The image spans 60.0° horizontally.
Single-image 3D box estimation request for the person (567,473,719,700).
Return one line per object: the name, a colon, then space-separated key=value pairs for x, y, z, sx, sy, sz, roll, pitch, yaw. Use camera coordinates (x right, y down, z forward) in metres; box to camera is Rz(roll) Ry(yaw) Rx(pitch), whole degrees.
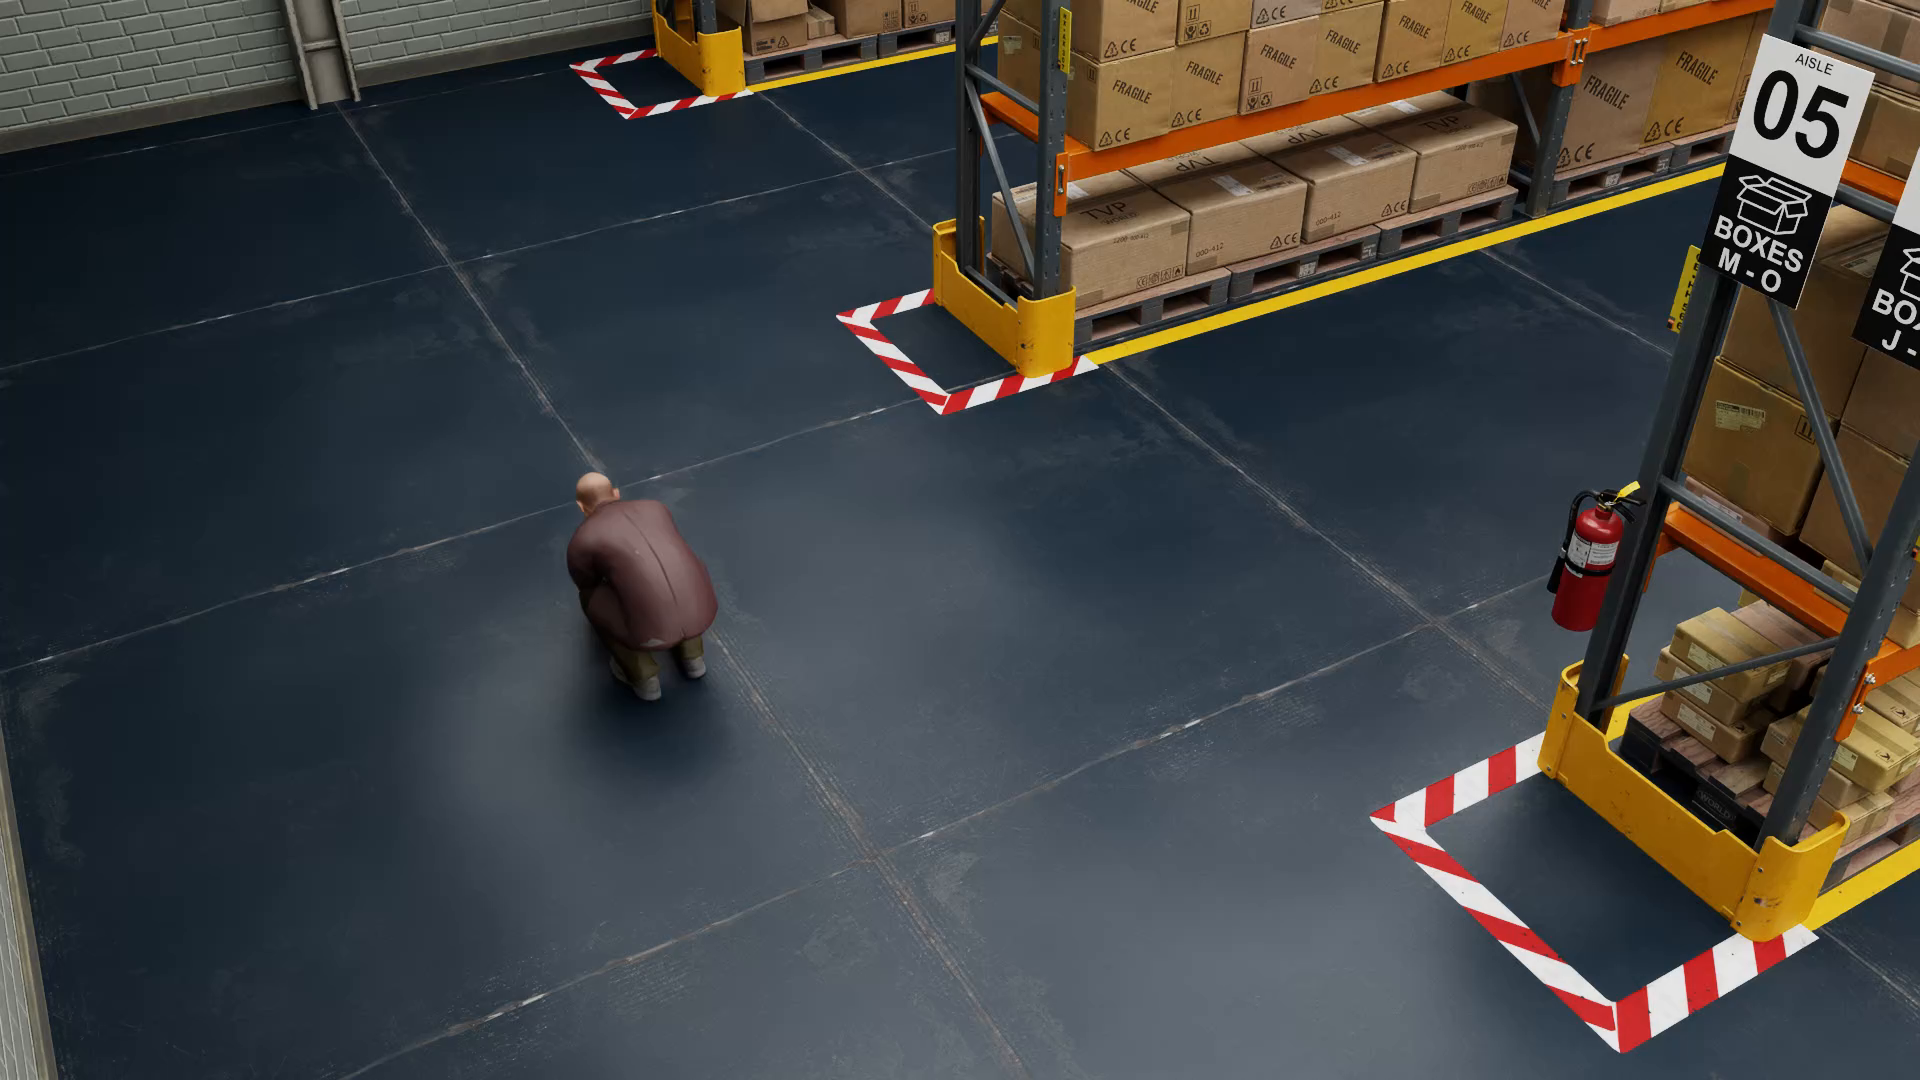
person: x=-1.434 y=0.244 z=7.536 sx=0.581 sy=0.841 sz=0.911 roll=-19 pitch=40 yaw=-24
